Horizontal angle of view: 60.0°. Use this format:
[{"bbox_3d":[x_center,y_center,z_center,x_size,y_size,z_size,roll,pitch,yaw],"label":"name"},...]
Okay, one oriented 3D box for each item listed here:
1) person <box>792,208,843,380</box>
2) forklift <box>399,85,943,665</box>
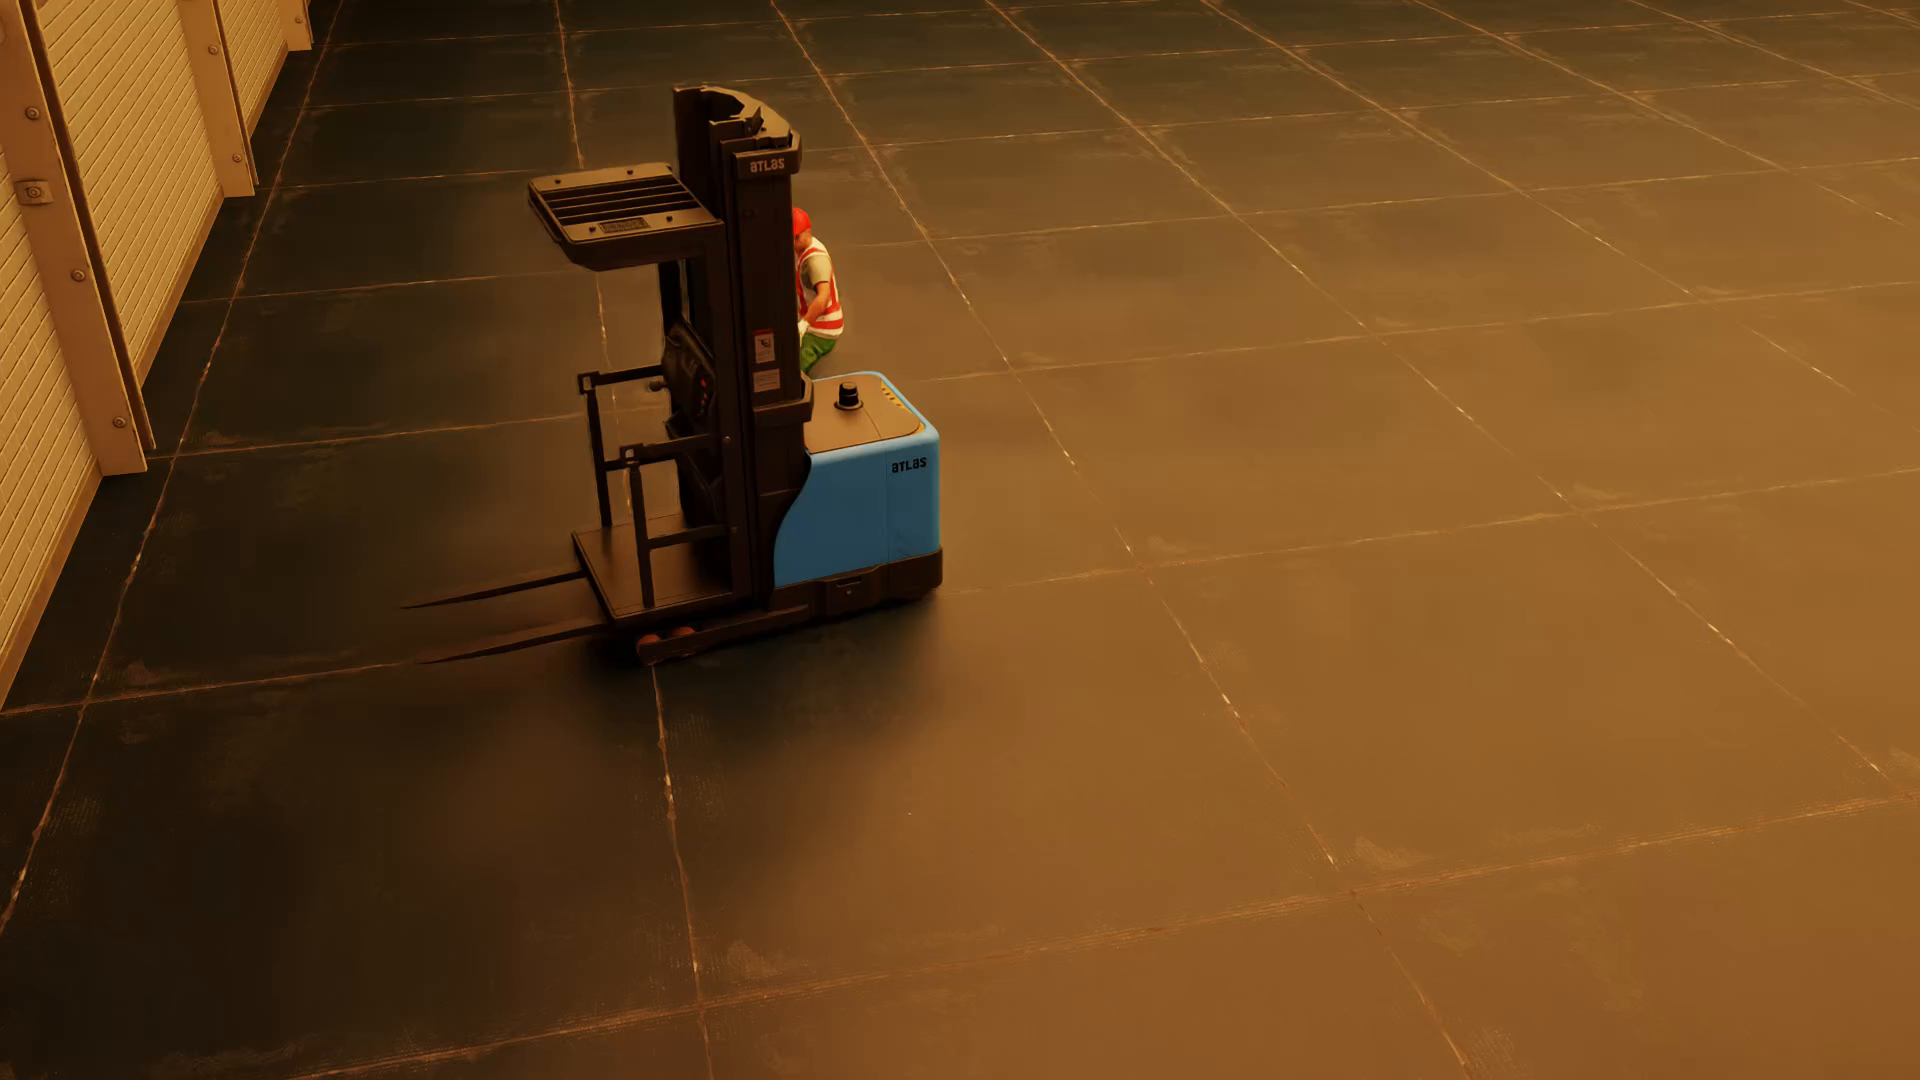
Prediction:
[{"bbox_3d":[-1.043,-1.511,11.551,0.511,1.663,1.189,-2,30,-3],"label":"person"},{"bbox_3d":[-1.667,-0.872,9.081,3.031,2.935,1.130,-12,32,-20],"label":"forklift"}]
